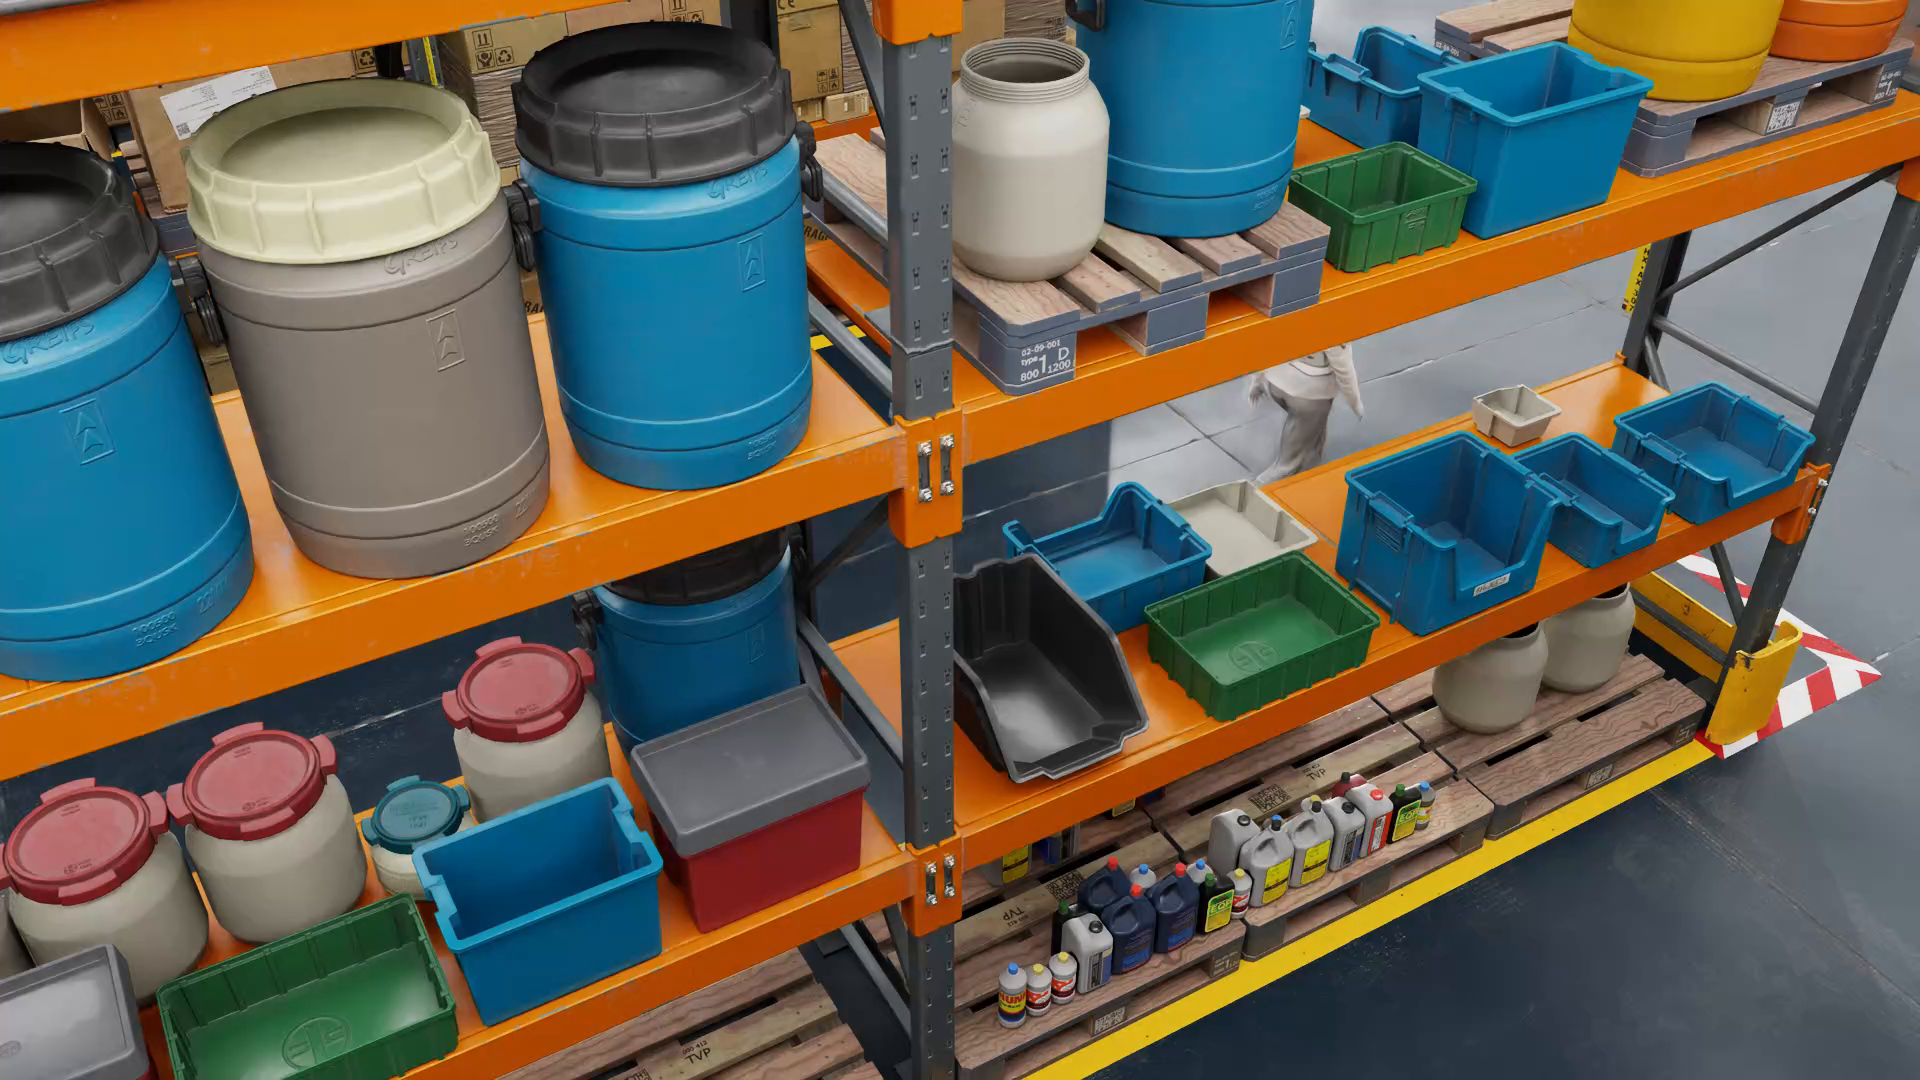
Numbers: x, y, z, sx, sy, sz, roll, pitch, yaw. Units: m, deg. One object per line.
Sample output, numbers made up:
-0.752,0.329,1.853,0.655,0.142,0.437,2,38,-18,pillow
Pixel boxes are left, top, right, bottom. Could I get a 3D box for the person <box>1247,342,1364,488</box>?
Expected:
1.635,-0.729,7.859,0.972,1.641,0.505,-21,42,-25,person
